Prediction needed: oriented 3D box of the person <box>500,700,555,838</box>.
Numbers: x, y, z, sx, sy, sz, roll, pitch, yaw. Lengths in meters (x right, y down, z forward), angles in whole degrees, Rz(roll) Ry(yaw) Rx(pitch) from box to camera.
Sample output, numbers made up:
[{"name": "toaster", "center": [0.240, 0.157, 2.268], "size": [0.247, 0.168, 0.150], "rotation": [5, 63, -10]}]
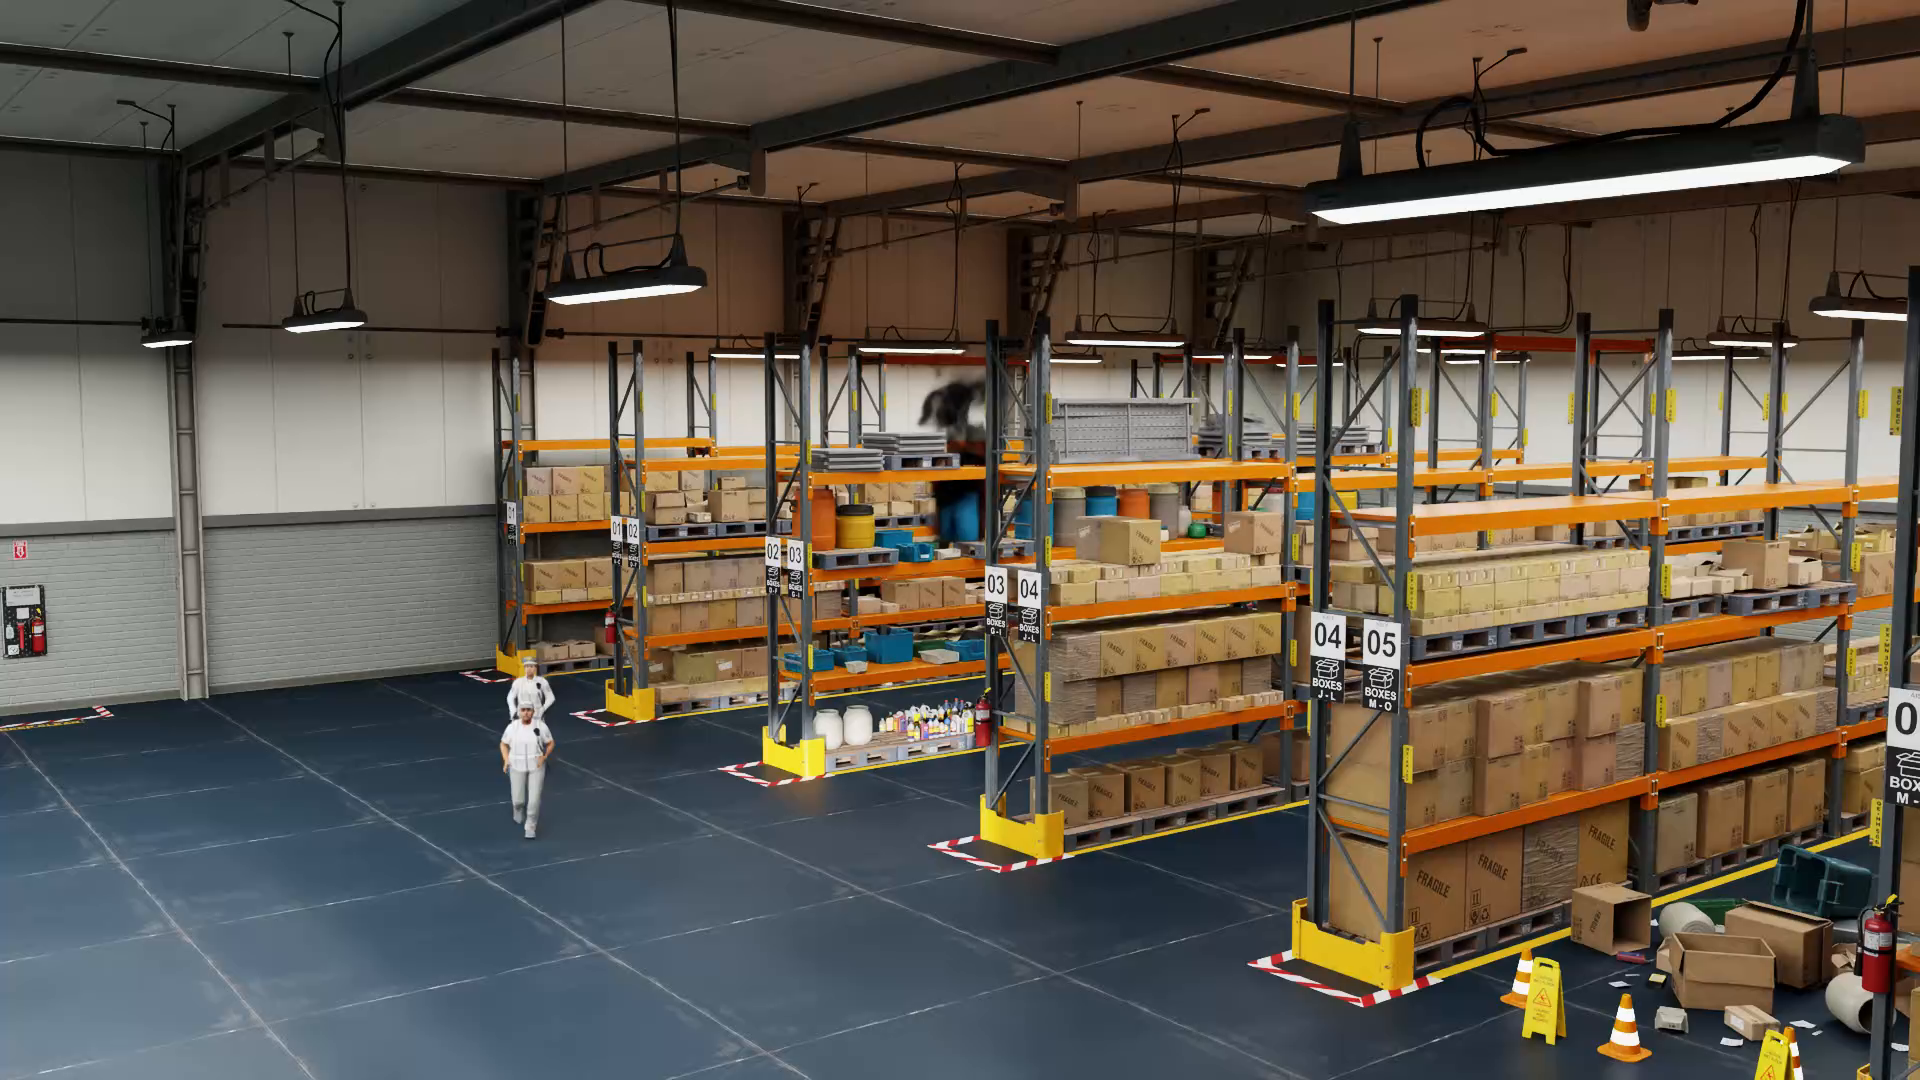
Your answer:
[{"name": "person", "center": [-5.042, 2.663, 19.407], "size": [0.621, 1.612, 0.542], "rotation": [-1, 5, -13]}]

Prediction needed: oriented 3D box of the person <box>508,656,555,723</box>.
[{"name": "person", "center": [-5.788, 2.380, 22.453], "size": [0.631, 1.649, 0.544], "rotation": [-1, 5, -11]}]
